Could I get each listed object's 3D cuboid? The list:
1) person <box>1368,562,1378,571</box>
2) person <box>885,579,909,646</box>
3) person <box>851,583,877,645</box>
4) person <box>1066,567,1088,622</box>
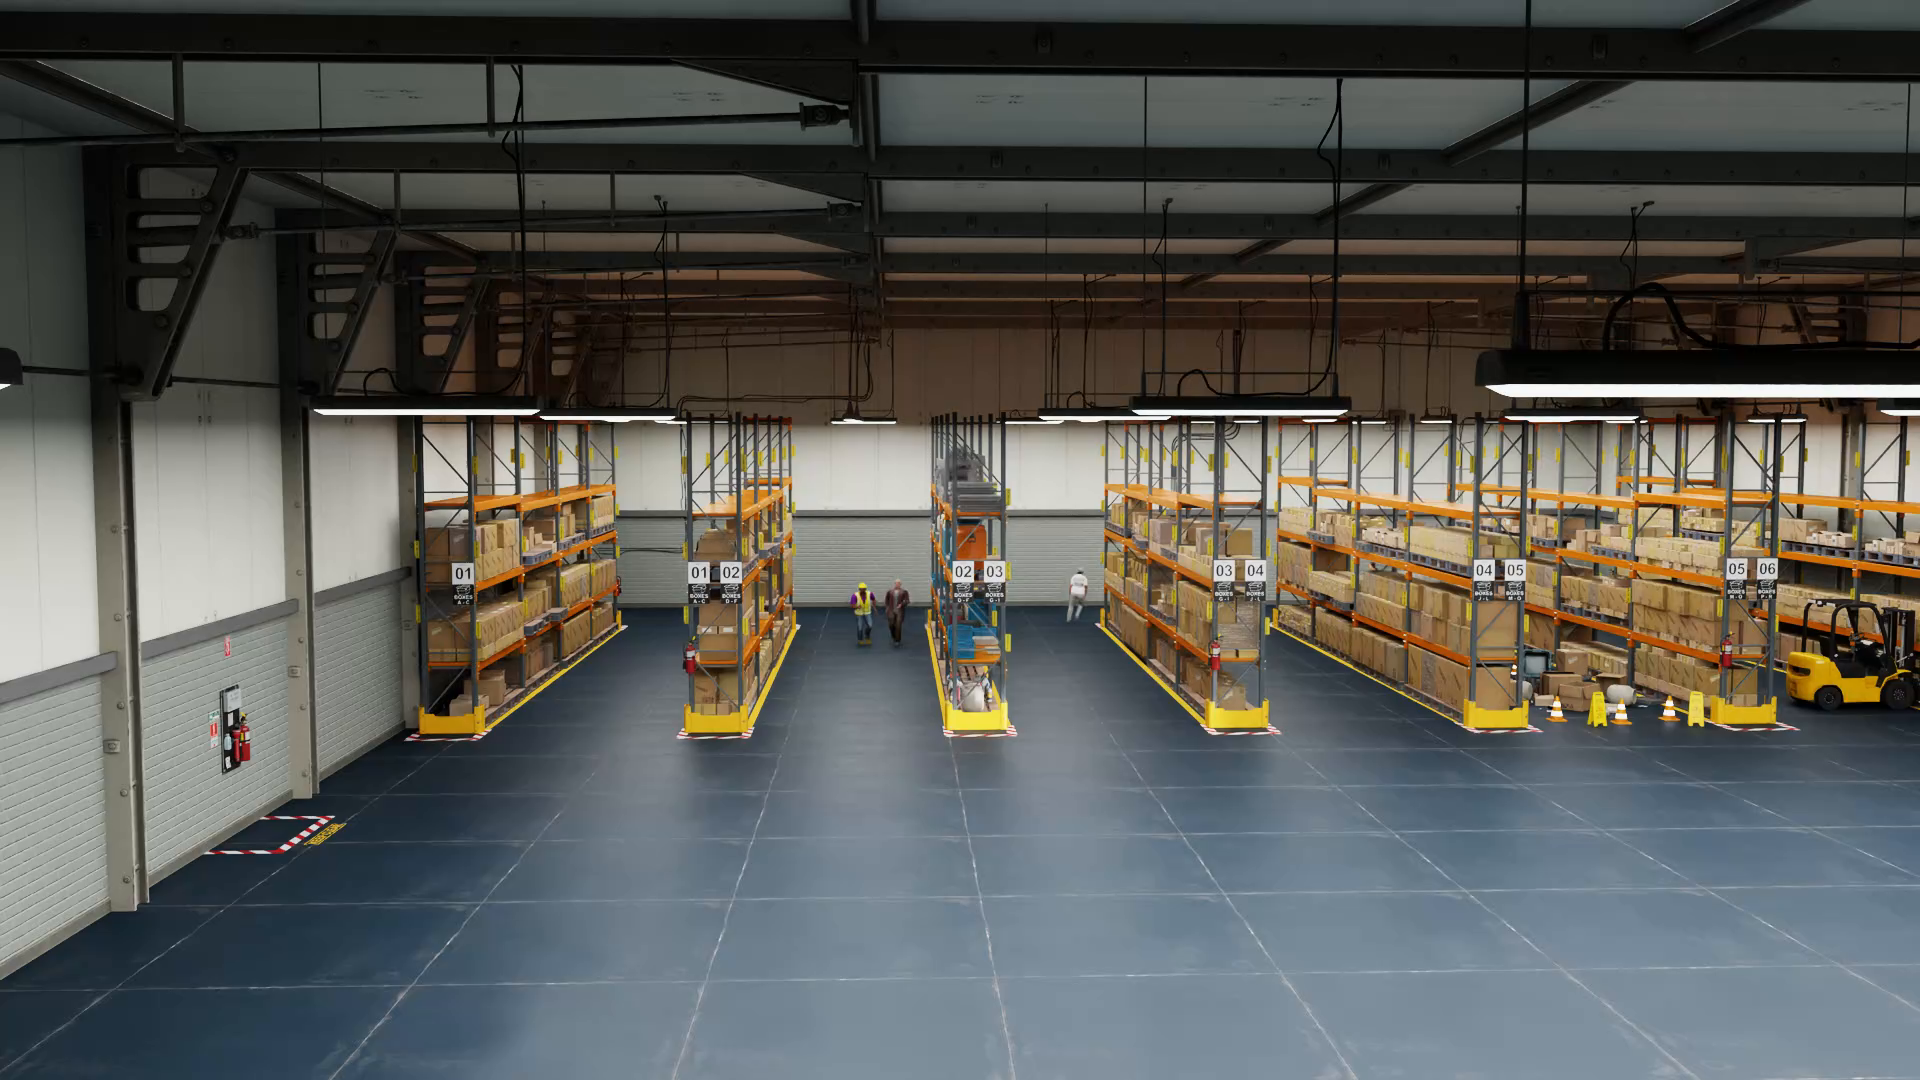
[{"bbox_3d":[12.295,1.520,49.477,0.840,1.723,0.540,-1,4,-13],"label":"person"},{"bbox_3d":[-1.674,1.902,43.531,0.680,1.748,0.567,1,4,8],"label":"person"},{"bbox_3d":[-2.510,1.928,43.451,0.727,1.654,0.898,-1,4,-11],"label":"person"},{"bbox_3d":[3.423,1.600,48.591,0.621,1.624,0.471,0,4,6],"label":"person"}]
